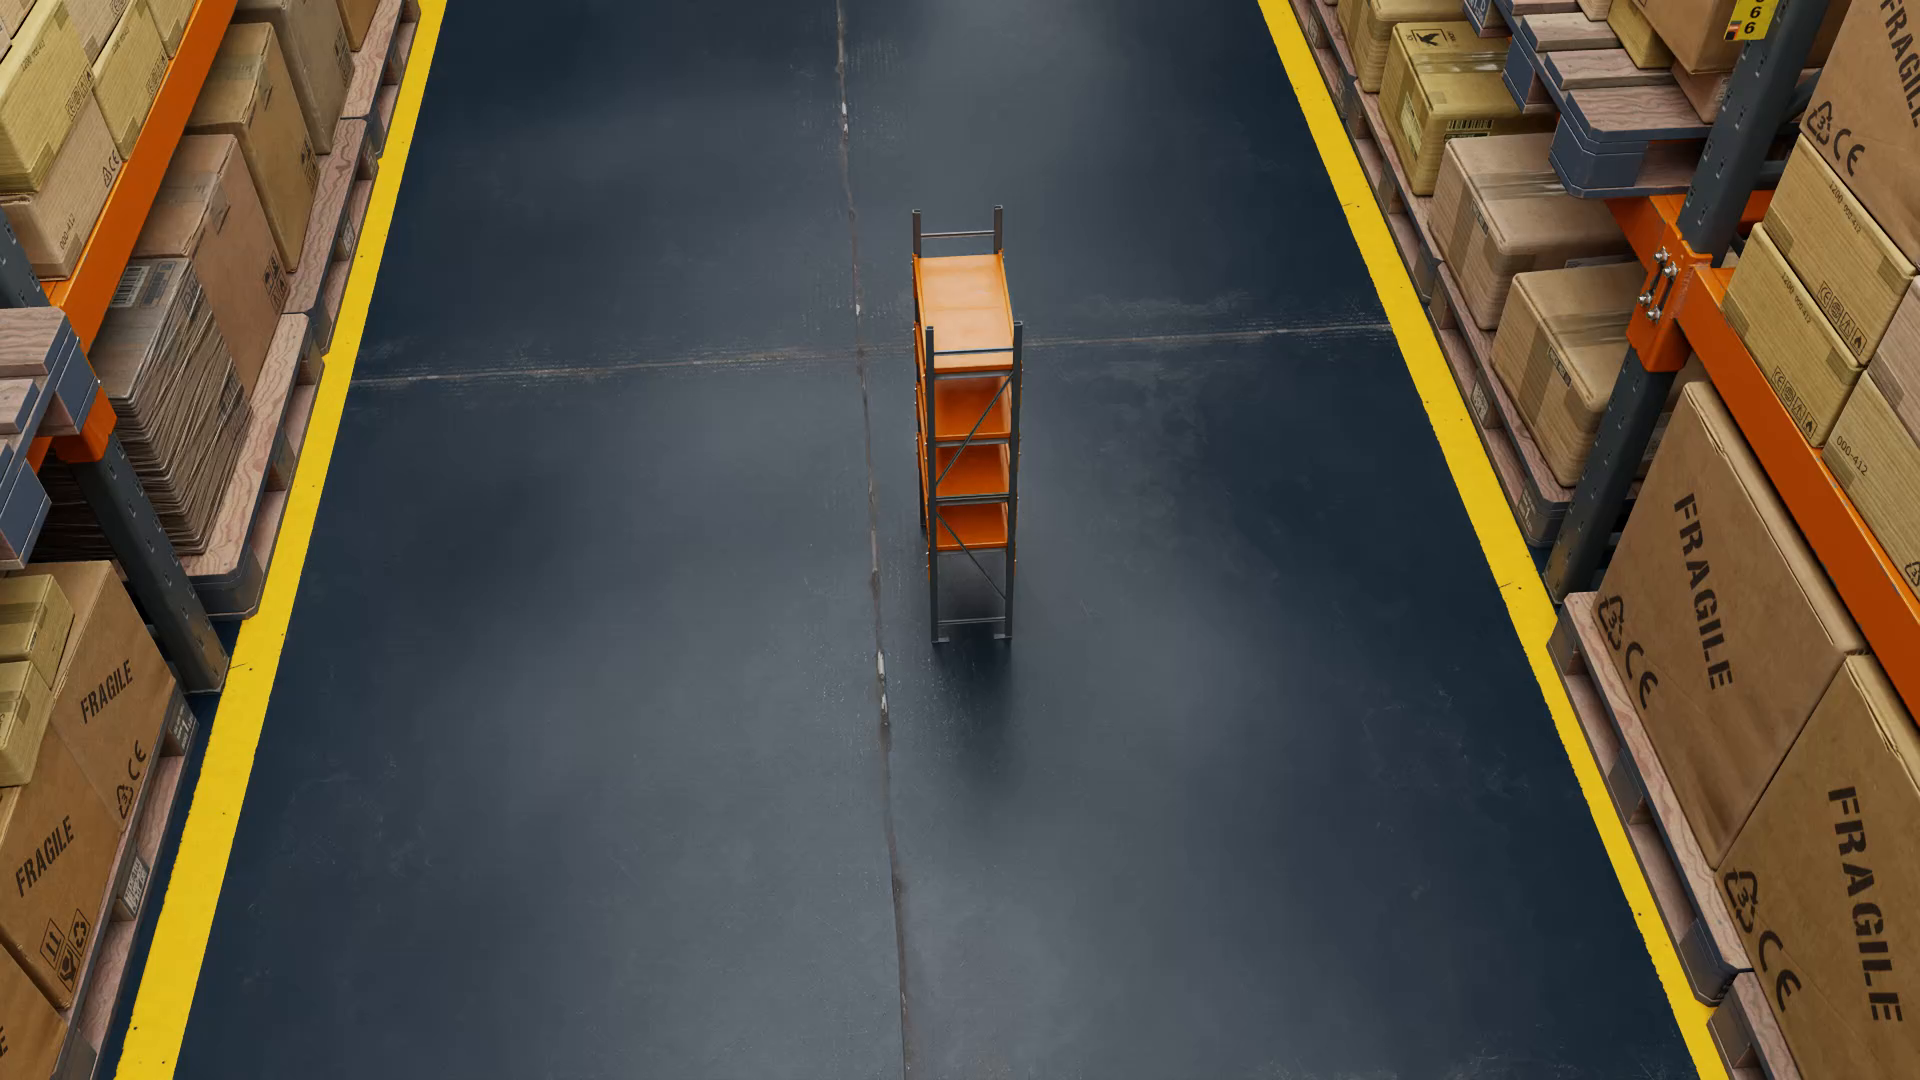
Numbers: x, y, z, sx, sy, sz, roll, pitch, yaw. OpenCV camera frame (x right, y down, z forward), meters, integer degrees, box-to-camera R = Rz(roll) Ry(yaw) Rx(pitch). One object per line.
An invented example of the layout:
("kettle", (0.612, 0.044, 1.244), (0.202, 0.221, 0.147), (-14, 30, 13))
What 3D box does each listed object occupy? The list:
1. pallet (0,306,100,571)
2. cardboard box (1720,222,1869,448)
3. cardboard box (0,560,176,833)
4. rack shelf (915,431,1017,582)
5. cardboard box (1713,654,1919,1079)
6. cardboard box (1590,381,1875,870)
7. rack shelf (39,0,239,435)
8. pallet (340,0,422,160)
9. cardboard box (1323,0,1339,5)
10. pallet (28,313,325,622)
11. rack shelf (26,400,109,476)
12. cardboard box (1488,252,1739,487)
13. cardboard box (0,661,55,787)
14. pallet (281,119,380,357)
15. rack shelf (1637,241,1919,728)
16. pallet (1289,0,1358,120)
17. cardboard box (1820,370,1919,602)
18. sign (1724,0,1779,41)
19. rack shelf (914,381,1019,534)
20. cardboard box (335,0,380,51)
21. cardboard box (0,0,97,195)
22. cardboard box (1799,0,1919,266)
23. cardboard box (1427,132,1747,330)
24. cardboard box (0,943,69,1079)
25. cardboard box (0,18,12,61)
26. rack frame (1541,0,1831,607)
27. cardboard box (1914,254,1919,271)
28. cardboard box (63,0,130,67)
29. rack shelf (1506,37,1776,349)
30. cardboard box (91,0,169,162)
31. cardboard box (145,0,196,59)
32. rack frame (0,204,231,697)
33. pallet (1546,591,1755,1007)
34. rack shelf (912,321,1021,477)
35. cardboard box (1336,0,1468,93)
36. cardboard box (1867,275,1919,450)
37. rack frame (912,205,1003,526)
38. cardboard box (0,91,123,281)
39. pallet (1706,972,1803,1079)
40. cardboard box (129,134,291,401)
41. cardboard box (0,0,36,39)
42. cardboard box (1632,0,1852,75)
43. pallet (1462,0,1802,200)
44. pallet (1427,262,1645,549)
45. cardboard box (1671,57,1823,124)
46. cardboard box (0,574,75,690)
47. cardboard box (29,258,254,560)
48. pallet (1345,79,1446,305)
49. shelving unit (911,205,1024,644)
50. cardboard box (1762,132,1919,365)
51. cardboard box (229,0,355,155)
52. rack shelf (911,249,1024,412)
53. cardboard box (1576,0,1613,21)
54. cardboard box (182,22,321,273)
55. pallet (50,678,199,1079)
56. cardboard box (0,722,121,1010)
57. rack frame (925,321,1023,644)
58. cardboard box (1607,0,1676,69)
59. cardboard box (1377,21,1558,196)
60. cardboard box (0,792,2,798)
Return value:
("pallet", (-2.519, -0.046, 3.360), (1.213, 0.211, 1.003), (-3, 47, -3))
("cardboard box", (2.090, -0.482, 3.744), (0.500, 0.250, 0.500), (-4, 47, -4))
("cardboard box", (-2.396, 0.410, 4.229), (0.500, 0.500, 0.500), (-2, 47, -2))
("rack shelf", (0.014, -0.110, 4.894), (0.258, 0.148, 0.480), (-3, 47, -3))
("cardboard box", (2.346, 0.834, 3.569), (0.875, 0.875, 0.875), (-3, 47, -3))
("cardboard box", (2.275, 0.188, 4.180), (0.875, 0.875, 0.875), (-4, 47, -4))
("rack shelf", (-2.813, -1.798, 5.383), (1.077, 0.370, 4.000), (-3, 47, -3))
("pallet", (-2.880, -2.003, 7.002), (1.003, 0.211, 1.213), (-3, 47, -3))
("cardboard box", (2.012, -2.658, 7.222), (0.950, 0.372, 0.625), (-3, 47, -3))
("pallet", (-2.676, -0.238, 5.330), (1.003, 0.211, 1.213), (-3, 47, -3))
("rack shelf", (-2.478, 1.096, 2.642), (1.077, 0.370, 4.000), (-3, 47, -3))
("cardboard box", (2.263, -0.553, 5.228), (0.950, 0.372, 0.625), (-6, 47, -6))
("cardboard box", (-2.298, 0.431, 3.761), (0.380, 0.149, 0.250), (-6, 47, -5))
("pallet", (-2.775, -1.118, 6.164), (1.003, 0.211, 1.213), (-3, 47, -3))
("rack shelf", (2.468, 0.791, 2.930), (1.077, 0.370, 4.000), (-3, 47, -3))
("pallet", (2.032, -2.275, 7.259), (1.003, 0.211, 1.213), (-3, 47, -3))
("cardboard box", (2.151, -0.112, 3.393), (0.500, 0.250, 0.500), (-5, 47, -4))
("sign", (1.760, -1.234, 3.610), (0.100, 0.325, 0.005), (-3, 47, -3))
("rack shelf", (0.014, -0.247, 4.750), (0.258, 0.148, 0.480), (-3, 47, -3))
("cardboard box", (-2.926, -2.444, 6.845), (0.875, 0.625, 0.625), (-2, 47, -2))
("cardboard box", (-2.415, -1.056, 3.943), (0.500, 0.250, 0.500), (-4, 47, -3))
("cardboard box", (2.098, -0.909, 3.288), (0.500, 0.500, 0.500), (-5, 47, -5))
("cardboard box", (2.193, -1.086, 5.734), (0.950, 0.372, 0.625), (-4, 47, -4))
("cardboard box", (-2.318, 1.151, 3.527), (0.500, 0.500, 0.500), (-2, 47, -2))
("cardboard box", (-2.379, -1.104, 3.714), (0.380, 0.149, 0.250), (-2, 47, -2))
("rack frame", (2.300, -0.903, 4.039), (1.000, 3.000, 0.127), (-3, 47, -3))
("cardboard box", (2.149, -0.551, 2.948), (0.500, 0.500, 0.500), (-3, 47, -3))
("cardboard box", (-2.480, -1.417, 4.285), (0.500, 0.250, 0.500), (-2, 47, -2))
("rack shelf", (2.133, -2.103, 5.671), (1.077, 0.370, 4.000), (-3, 47, -3))
("cardboard box", (-2.477, -1.247, 4.468), (0.500, 0.250, 0.500), (-4, 47, -4))
("cardboard box", (-2.527, -1.619, 4.821), (0.500, 0.250, 0.500), (-5, 47, -5))
("rack frame", (-2.646, -0.598, 3.751), (1.000, 3.000, 0.127), (-3, 47, -3))
("pallet", (2.291, 0.631, 4.507), (1.003, 0.211, 1.213), (-3, 47, -3))
("rack shelf", (0.014, -0.400, 4.587), (0.258, 0.148, 0.480), (-3, 47, -3))
("cardboard box", (2.075, -2.138, 6.730), (0.950, 0.372, 0.625), (-1, 47, -1))
("cardboard box", (2.139, -0.268, 3.196), (0.500, 0.250, 0.500), (-2, 47, -2))
("rack frame", (-0.007, -0.469, 4.868), (0.240, 1.200, 0.015), (-3, 47, -3))
("cardboard box", (-2.439, -0.883, 4.123), (0.500, 0.250, 0.500), (-3, 47, -3))
("pallet", (2.390, 1.512, 3.673), (1.003, 0.211, 1.213), (-3, 47, -3))
("cardboard box", (-2.747, -0.851, 5.336), (0.875, 0.625, 0.625), (-2, 47, -2))
("cardboard box", (-2.403, -1.297, 3.897), (0.380, 0.149, 0.250), (-3, 47, -2))
("cardboard box", (1.985, -1.496, 4.038), (0.500, 0.500, 0.500), (-5, 47, -4))
("pallet", (2.134, -1.346, 4.591), (1.213, 0.211, 1.003), (-3, 47, -3))
("pallet", (2.236, -0.510, 5.587), (1.003, 0.211, 1.213), (-3, 47, -3))
("cardboard box", (2.038, -1.184, 4.189), (0.380, 0.149, 0.250), (-2, 47, -2))
("cardboard box", (-2.352, 0.236, 3.947), (0.380, 0.149, 0.250), (-6, 47, -5))
("cardboard box", (-2.684, -0.378, 4.889), (0.875, 0.625, 0.625), (-2, 47, -2))
("pallet", (2.137, -1.390, 6.421), (1.003, 0.211, 1.213), (-3, 47, -3))
("shelving unit", (0.014, -0.293, 4.701), (0.258, 1.200, 0.503), (-3, 47, -3))
("cardboard box", (2.096, -0.642, 3.551), (0.500, 0.250, 0.500), (-4, 47, -4))
("cardboard box", (-2.869, -1.882, 6.312), (0.875, 0.625, 0.625), (-4, 47, -4))
("rack shelf", (0.014, -0.563, 4.416), (0.258, 0.148, 0.480), (-3, 47, -3))
("cardboard box", (1.878, -1.553, 4.539), (0.380, 0.149, 0.250), (-4, 47, -4))
("cardboard box", (-2.804, -1.338, 5.797), (0.875, 0.625, 0.625), (-5, 47, -5))
("pallet", (-2.621, 0.903, 4.250), (1.003, 0.211, 1.213), (-3, 47, -3))
("cardboard box", (-2.365, 0.772, 3.885), (0.500, 0.500, 0.500), (-4, 47, -4))
("rack frame", (0.034, -0.116, 4.534), (0.240, 1.200, 0.015), (-3, 47, -3))
("cardboard box", (1.944, -1.373, 4.369), (0.380, 0.149, 0.250), (-3, 47, -3))
("cardboard box", (2.135, -1.636, 6.254), (0.950, 0.372, 0.625), (-2, 47, -2))
("cardboard box", (-2.320, 0.624, 3.578), (0.380, 0.149, 0.250), (-5, 47, -5))
